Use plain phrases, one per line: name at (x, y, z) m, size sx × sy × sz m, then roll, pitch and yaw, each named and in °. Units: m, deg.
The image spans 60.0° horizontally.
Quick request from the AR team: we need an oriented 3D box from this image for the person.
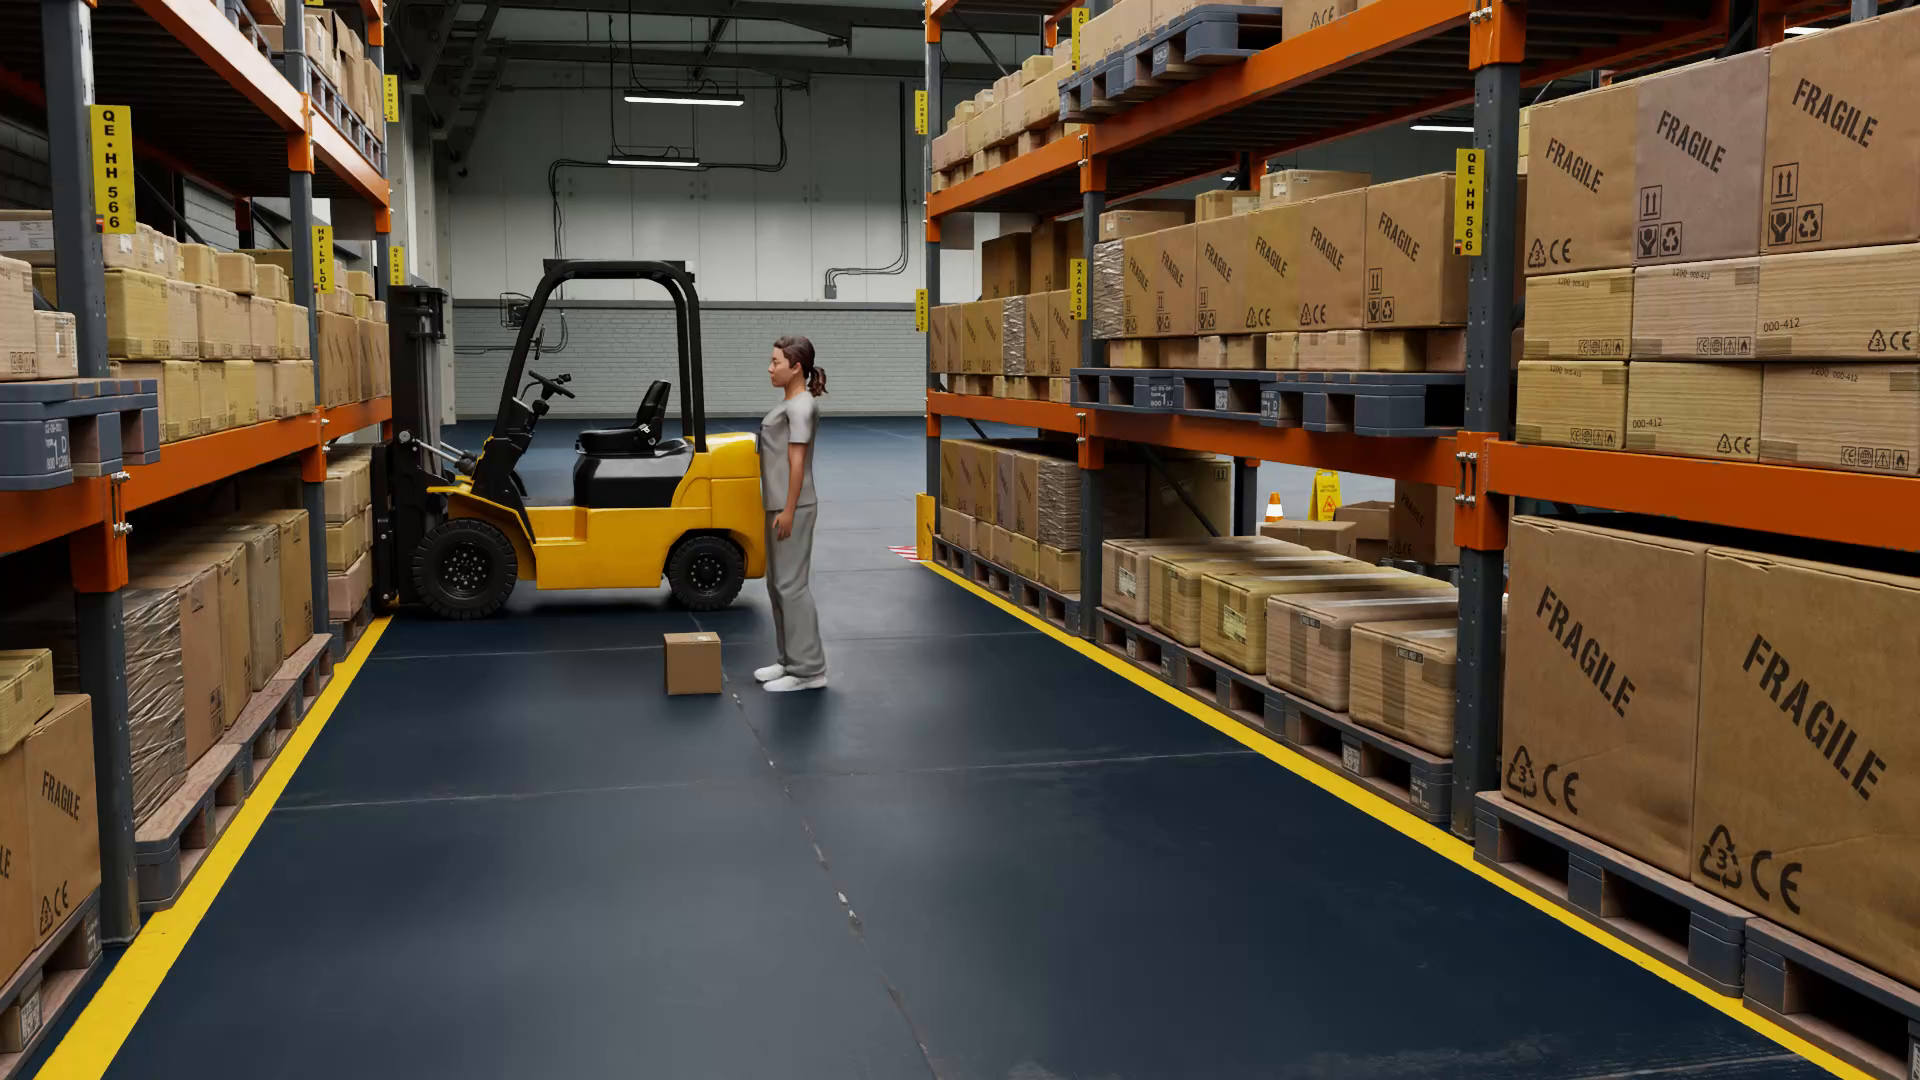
person at (-0.795, -0.125, 7.899) m, size 0.362 × 1.683 × 0.436 m, roll -1°, pitch 6°, yaw -12°
